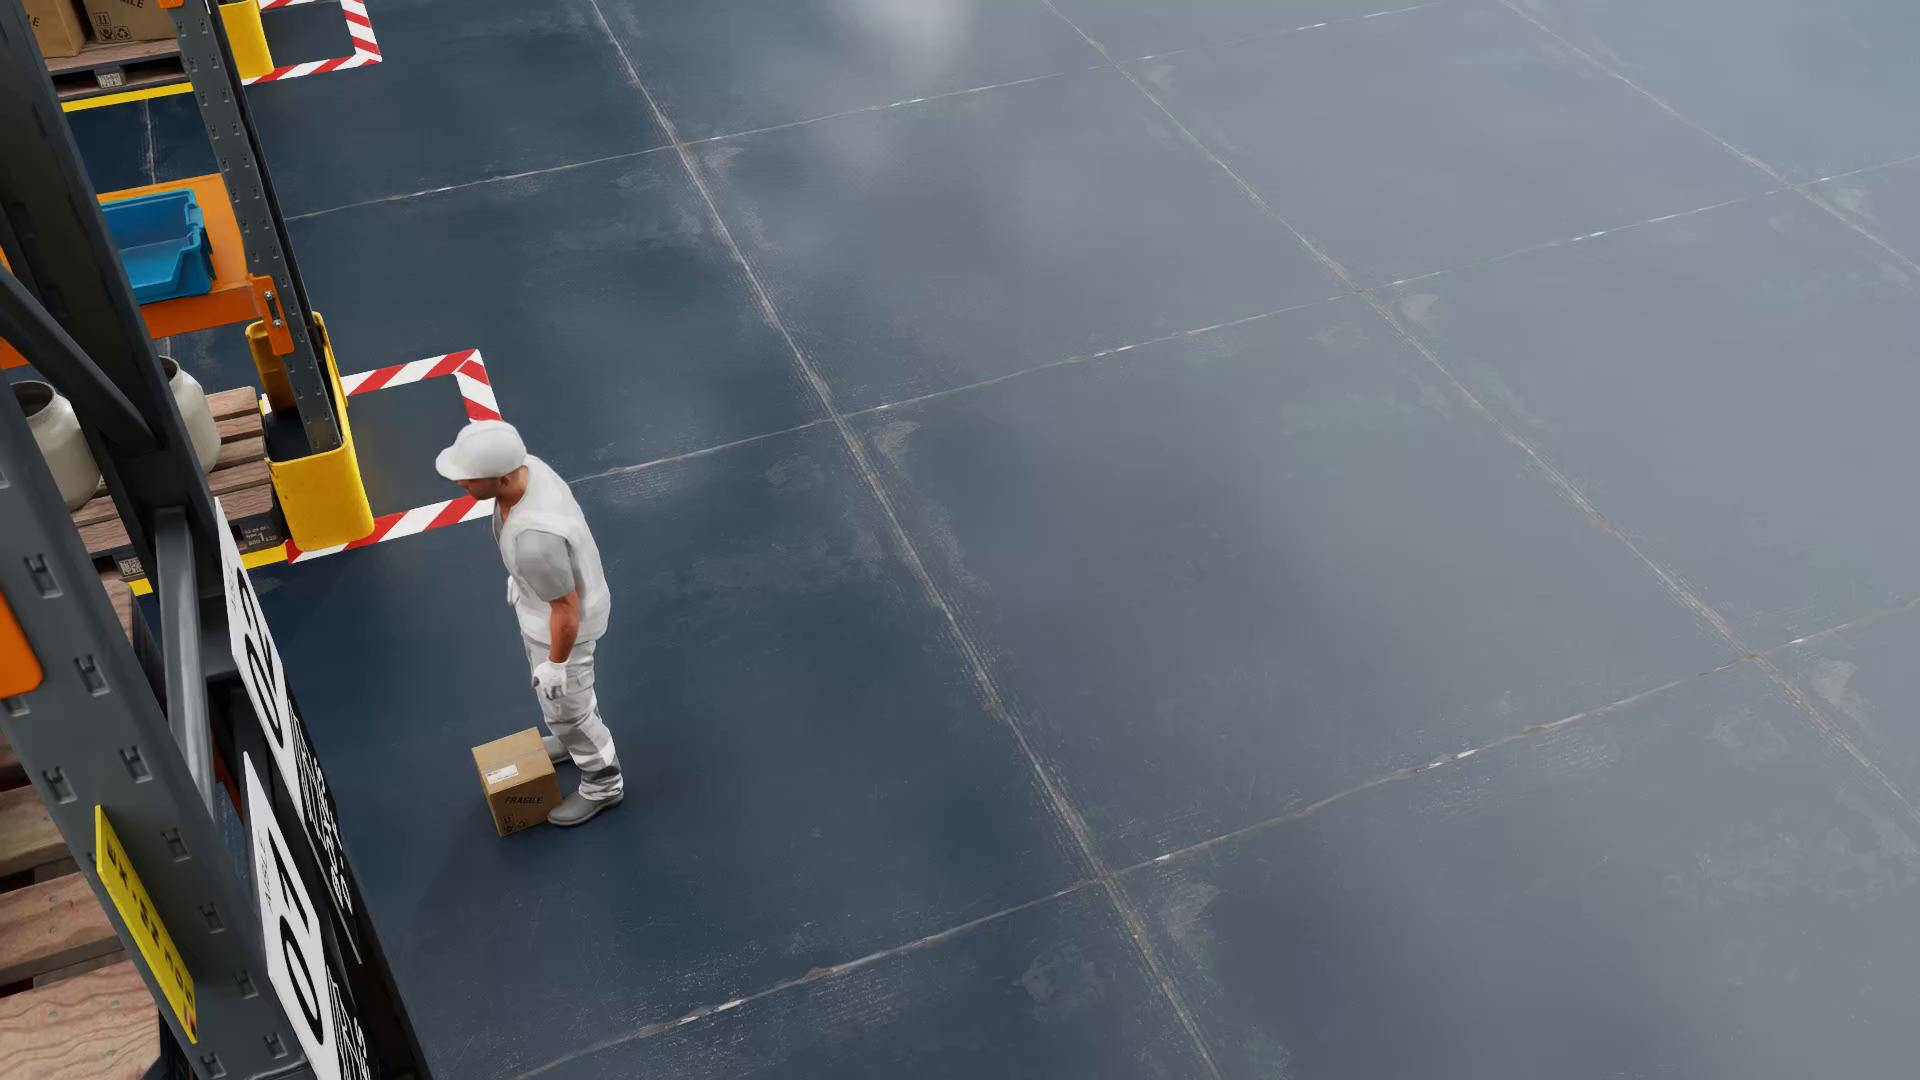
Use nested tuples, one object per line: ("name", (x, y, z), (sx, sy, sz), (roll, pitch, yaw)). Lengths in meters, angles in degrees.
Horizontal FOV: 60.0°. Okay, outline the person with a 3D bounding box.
("person", (-1.453, 0.279, 5.830), (0.448, 1.780, 0.608), (-15, 44, -16))
